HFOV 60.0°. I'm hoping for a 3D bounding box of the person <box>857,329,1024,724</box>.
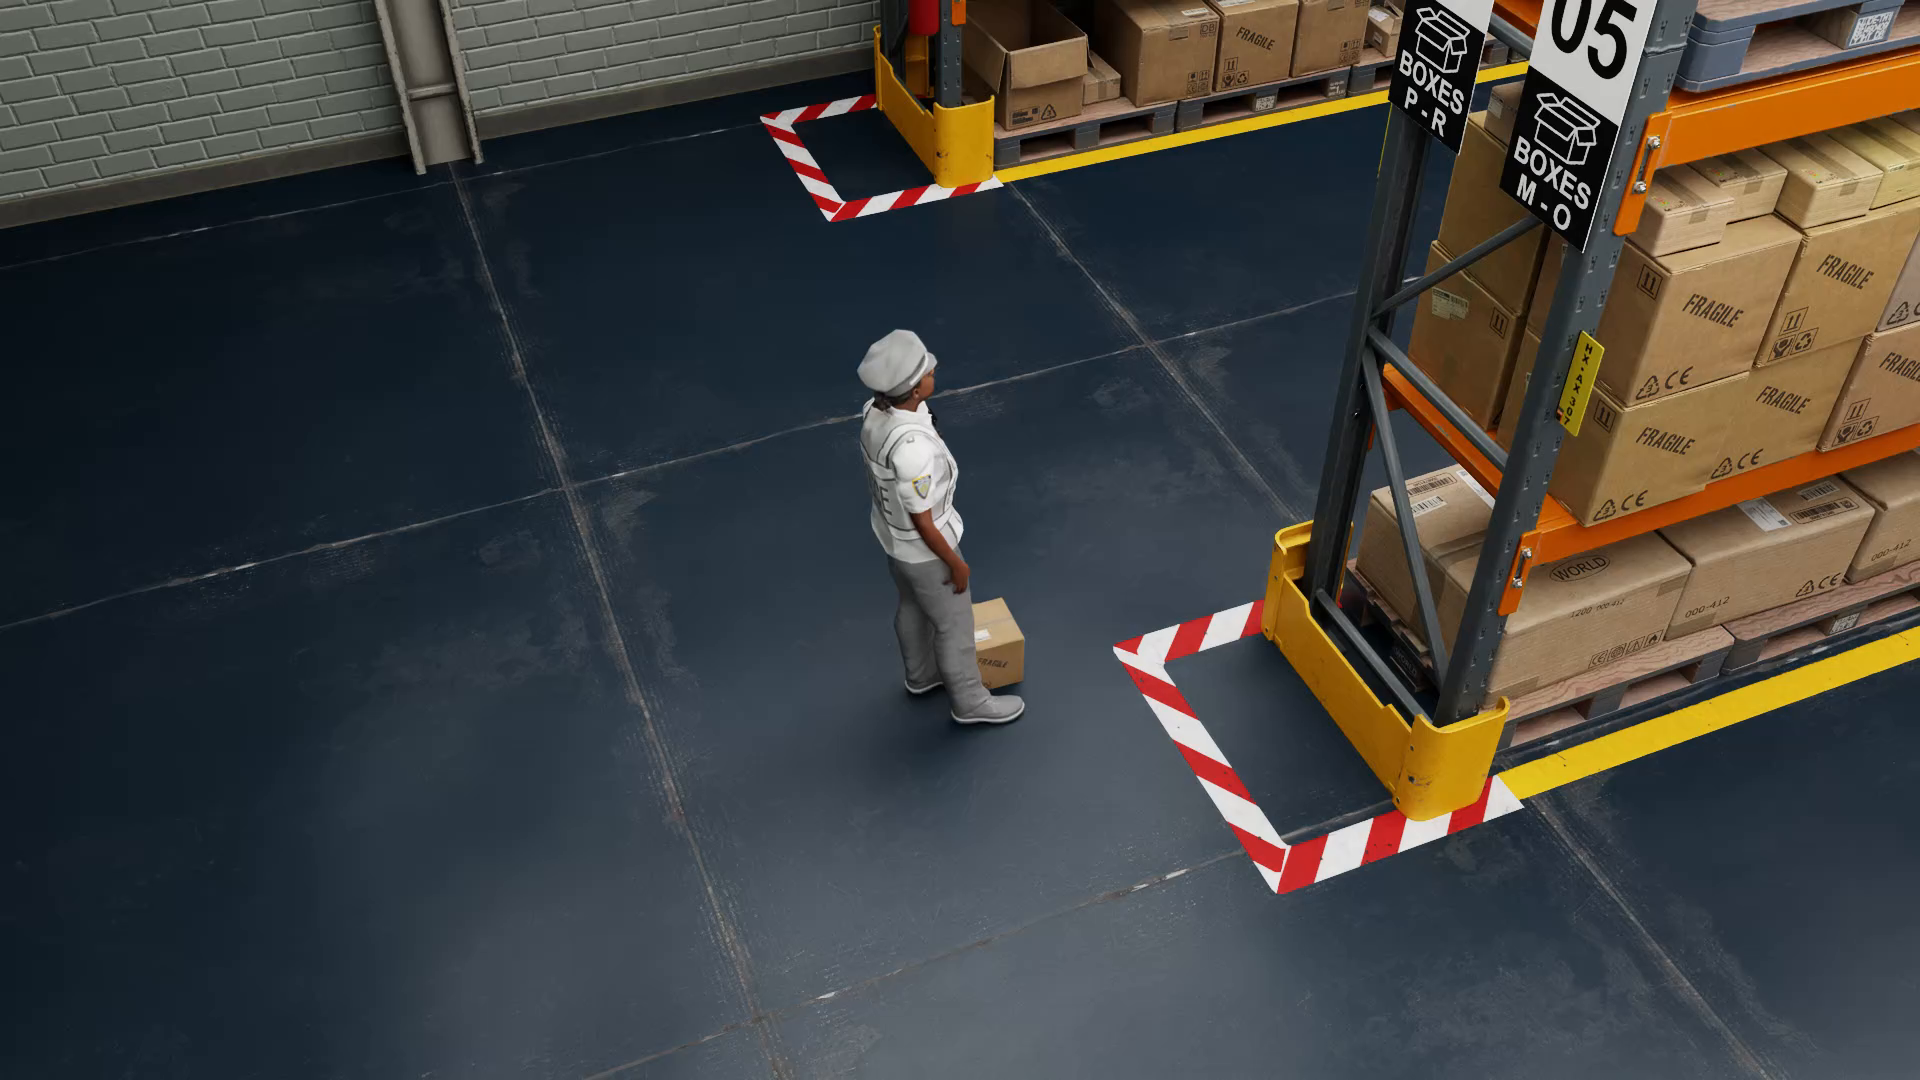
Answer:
[{"bbox_3d":[-0.077,-0.036,6.162,0.530,1.695,0.569,-15,44,-16],"label":"person"}]
